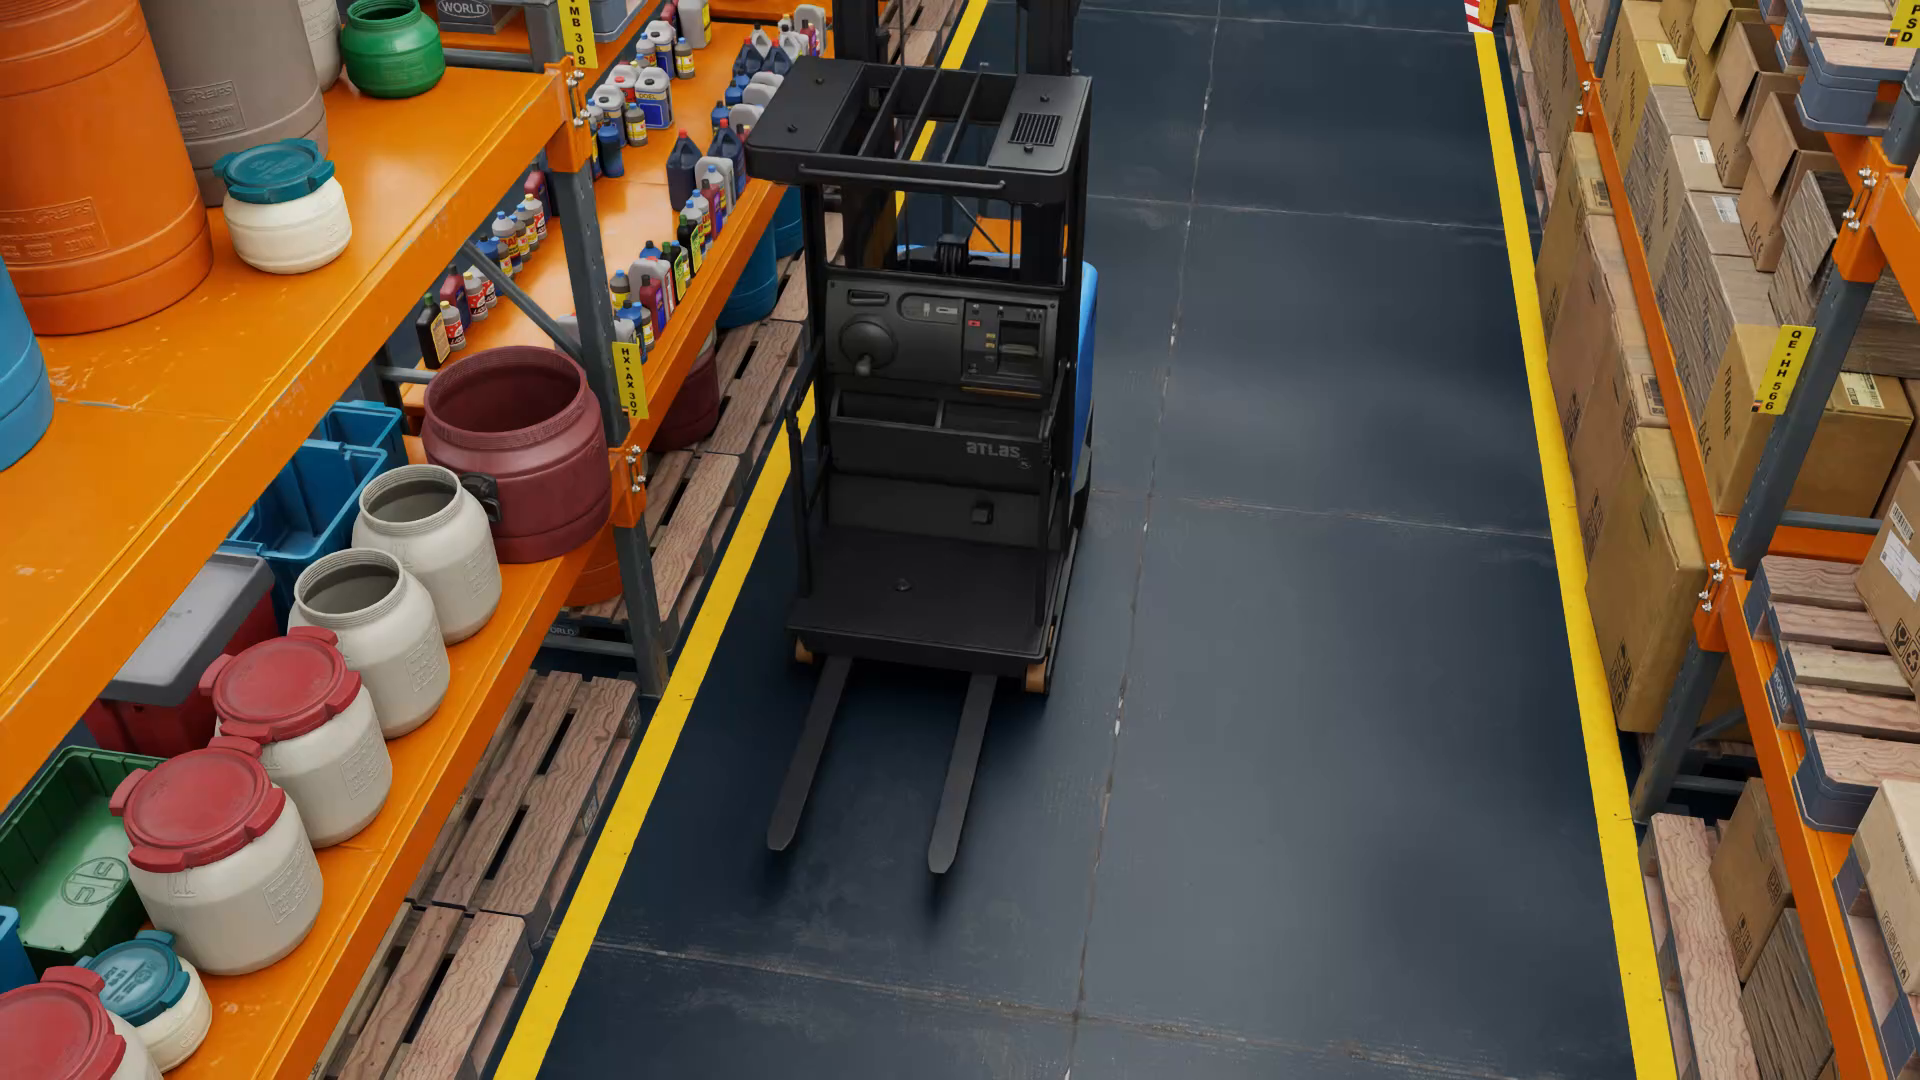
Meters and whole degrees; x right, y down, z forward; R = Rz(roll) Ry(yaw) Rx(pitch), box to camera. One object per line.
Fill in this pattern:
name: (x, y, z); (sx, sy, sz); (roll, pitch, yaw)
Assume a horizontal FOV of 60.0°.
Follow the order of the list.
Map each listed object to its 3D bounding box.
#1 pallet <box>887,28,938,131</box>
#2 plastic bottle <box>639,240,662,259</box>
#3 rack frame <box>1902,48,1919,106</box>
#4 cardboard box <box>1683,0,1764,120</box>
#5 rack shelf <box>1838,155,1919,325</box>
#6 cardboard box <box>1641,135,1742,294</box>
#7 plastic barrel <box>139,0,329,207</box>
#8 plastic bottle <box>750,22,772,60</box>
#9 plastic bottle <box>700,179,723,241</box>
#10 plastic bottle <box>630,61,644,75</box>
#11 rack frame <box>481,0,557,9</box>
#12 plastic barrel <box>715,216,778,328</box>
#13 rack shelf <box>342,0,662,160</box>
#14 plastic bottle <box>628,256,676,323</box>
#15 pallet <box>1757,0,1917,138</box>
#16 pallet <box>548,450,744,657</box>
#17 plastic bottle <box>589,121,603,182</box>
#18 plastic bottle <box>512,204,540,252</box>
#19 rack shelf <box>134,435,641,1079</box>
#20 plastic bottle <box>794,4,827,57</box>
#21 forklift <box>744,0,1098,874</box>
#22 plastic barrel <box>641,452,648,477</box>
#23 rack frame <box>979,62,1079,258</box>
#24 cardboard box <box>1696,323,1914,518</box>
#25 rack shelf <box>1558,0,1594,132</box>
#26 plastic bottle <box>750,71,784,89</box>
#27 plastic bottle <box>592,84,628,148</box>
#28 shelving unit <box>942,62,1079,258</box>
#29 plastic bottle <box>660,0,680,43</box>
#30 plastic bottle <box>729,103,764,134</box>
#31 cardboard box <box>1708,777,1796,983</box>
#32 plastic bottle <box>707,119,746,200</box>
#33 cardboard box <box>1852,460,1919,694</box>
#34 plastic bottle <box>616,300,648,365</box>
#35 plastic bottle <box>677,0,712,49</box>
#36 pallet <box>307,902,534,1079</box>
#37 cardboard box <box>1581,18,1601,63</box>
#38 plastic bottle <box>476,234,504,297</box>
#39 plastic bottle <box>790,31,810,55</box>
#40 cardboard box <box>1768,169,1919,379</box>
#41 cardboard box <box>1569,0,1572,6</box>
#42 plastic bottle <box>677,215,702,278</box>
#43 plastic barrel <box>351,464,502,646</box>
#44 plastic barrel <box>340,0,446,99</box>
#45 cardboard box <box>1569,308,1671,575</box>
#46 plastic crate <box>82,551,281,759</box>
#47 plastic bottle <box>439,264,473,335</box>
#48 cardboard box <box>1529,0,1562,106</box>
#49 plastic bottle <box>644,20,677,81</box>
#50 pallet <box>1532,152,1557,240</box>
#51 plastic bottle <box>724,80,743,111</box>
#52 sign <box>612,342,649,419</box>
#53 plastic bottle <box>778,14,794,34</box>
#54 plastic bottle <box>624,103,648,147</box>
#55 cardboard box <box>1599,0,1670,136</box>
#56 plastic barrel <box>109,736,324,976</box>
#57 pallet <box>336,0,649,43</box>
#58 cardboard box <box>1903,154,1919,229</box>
pallet: (-0.754, -3.242, 11.603); (1.003, 0.211, 1.213); (6, 40, 8)
plastic bottle: (-1.284, -1.126, 6.956); (0.097, 0.271, 0.097); (0, 40, 0)
rack frame: (3.134, -2.339, 3.614); (1.000, 3.000, 0.127); (6, 40, 8)
cardboard box: (3.593, -2.131, 7.205); (0.797, 0.503, 0.637); (7, 40, 8)
rack shelf: (2.788, 0.350, 3.281); (1.077, 0.370, 4.000); (6, 40, 8)
cardboard box: (3.243, -1.360, 7.059); (0.500, 0.500, 0.500); (7, 40, 9)
plastic barrel: (-2.100, -1.431, 4.476); (0.600, 0.901, 0.600); (0, 40, 0)
plastic bottle: (-1.031, -2.467, 8.516); (0.144, 0.351, 0.185); (6, 40, 8)
plastic bottle: (-1.106, -1.484, 7.379); (0.061, 0.283, 0.133); (6, 40, 8)
plastic bottle: (-1.652, -2.337, 8.475); (0.097, 0.201, 0.097); (0, 40, 0)
rack frame: (-1.744, -2.885, 4.274); (1.000, 3.000, 0.127); (6, 40, 8)
plastic barrel: (-1.286, -1.653, 8.809); (0.600, 0.901, 0.708); (6, 40, 8)
rack shelf: (-1.398, -2.707, 6.977); (1.077, 0.370, 4.000); (6, 40, 8)
plastic bottle: (-1.271, -1.051, 6.862); (0.152, 0.276, 0.135); (6, 40, 8)
pallet: (3.193, -1.520, 5.125); (1.213, 0.211, 1.003); (8, 40, 10)
pallet: (-1.649, 0.002, 7.678); (1.003, 0.211, 1.213); (6, 40, 8)
plastic bottle: (-1.773, -1.867, 7.790); (0.144, 0.351, 0.185); (6, 40, 8)
plastic bottle: (-1.916, -1.379, 7.317); (0.097, 0.201, 0.097); (0, 40, 0)
rack shelf: (-2.091, 0.959, 4.897); (1.077, 0.370, 4.000); (6, 40, 8)
plastic bottle: (-0.802, -2.753, 8.919); (0.152, 0.276, 0.135); (6, 40, 8)
forklift: (-0.112, -0.734, 6.435); (1.130, 2.935, 3.031); (7, 40, 8)
plastic barrel: (-1.667, -0.449, 7.659); (0.421, 0.512, 0.421); (0, 40, 0)
rack frame: (0.348, -1.802, 8.850); (0.500, 1.500, 0.032); (7, 40, 8)
cardboard box: (2.975, -0.402, 5.901); (0.500, 0.500, 0.500); (8, 40, 9)
rack shelf: (4.172, -3.515, 10.309); (1.077, 0.370, 4.000); (6, 40, 8)
plastic bottle: (-0.953, -2.207, 8.259); (0.152, 0.276, 0.135); (6, 40, 8)
plastic bottle: (-1.708, -2.060, 8.082); (0.152, 0.276, 0.135); (6, 40, 8)
shelving unit: (0.258, -1.490, 8.471); (0.587, 1.500, 1.083); (7, 40, 8)
plastic bottle: (-1.559, -2.772, 8.937); (0.061, 0.283, 0.133); (6, 40, 8)
plastic bottle: (-1.016, -1.977, 7.981); (0.152, 0.276, 0.135); (6, 40, 8)
cardboard box: (3.038, 1.190, 5.670); (0.700, 0.500, 0.500); (4, 40, 5)
plastic bottle: (-1.080, -1.760, 7.660); (0.144, 0.351, 0.185); (6, 40, 8)
cardboard box: (3.080, 0.116, 4.944); (0.500, 0.500, 0.500); (2, 40, 2)
plastic bottle: (-1.304, -0.829, 6.597); (0.097, 0.271, 0.097); (0, 40, 0)
plastic bottle: (-1.439, -2.854, 8.983); (0.144, 0.351, 0.185); (6, 40, 8)
pallet: (-2.130, 1.747, 5.568); (1.003, 0.211, 1.213); (6, 40, 8)
cardboard box: (3.556, -2.668, 8.917); (0.380, 0.149, 0.250); (7, 40, 8)
plastic bottle: (-1.983, -1.162, 6.999); (0.097, 0.271, 0.097); (0, 40, 0)
plastic bottle: (-0.865, -2.523, 8.642); (0.152, 0.276, 0.135); (6, 40, 8)
cardboard box: (3.276, -0.909, 5.727); (0.797, 0.503, 0.637); (8, 40, 9)
cardboard box: (3.690, -3.152, 9.502); (0.380, 0.149, 0.250); (7, 40, 9)
plastic bottle: (-1.163, -1.278, 7.130); (0.061, 0.283, 0.133); (6, 40, 8)
plastic barrel: (-1.712, 0.053, 5.341); (0.421, 0.512, 0.421); (0, 40, 0)
plastic barrel: (-1.737, -1.509, 5.085); (0.294, 0.245, 0.294); (0, 40, 0)
cardboard box: (3.436, -0.359, 7.265); (1.225, 0.875, 0.875); (7, 40, 8)
plastic crate: (-2.325, 0.383, 4.980); (0.402, 0.464, 0.583); (6, 40, 8)
plastic bottle: (-2.055, -0.974, 6.762); (0.061, 0.283, 0.133); (6, 40, 8)
cardboard box: (4.329, -3.409, 10.954); (0.875, 0.875, 0.875); (6, 40, 8)
plastic bottle: (-1.571, -2.557, 8.683); (0.152, 0.276, 0.135); (6, 40, 8)
pallet: (4.035, -1.931, 10.017); (1.003, 0.211, 1.213); (6, 40, 8)
plastic bottle: (-1.102, -2.123, 8.161); (0.097, 0.271, 0.097); (0, 40, 0)
sign: (-1.201, -0.580, 6.066); (0.100, 0.325, 0.005); (6, 40, 8)
plastic bottle: (-0.928, -2.726, 8.946); (0.097, 0.201, 0.097); (0, 40, 0)
plastic bottle: (-1.582, -2.030, 8.103); (0.097, 0.201, 0.097); (0, 40, 0)
cardboard box: (3.500, -2.315, 8.214); (0.500, 0.500, 0.500); (7, 40, 8)
plastic barrel: (-1.928, 0.848, 4.360); (0.433, 0.535, 0.433); (0, 40, 0)
pallet: (-1.516, -2.126, 5.858); (1.003, 0.211, 1.213); (6, 40, 8)
cardboard box: (2.802, -0.858, 4.294); (0.500, 0.250, 0.500); (7, 40, 8)
